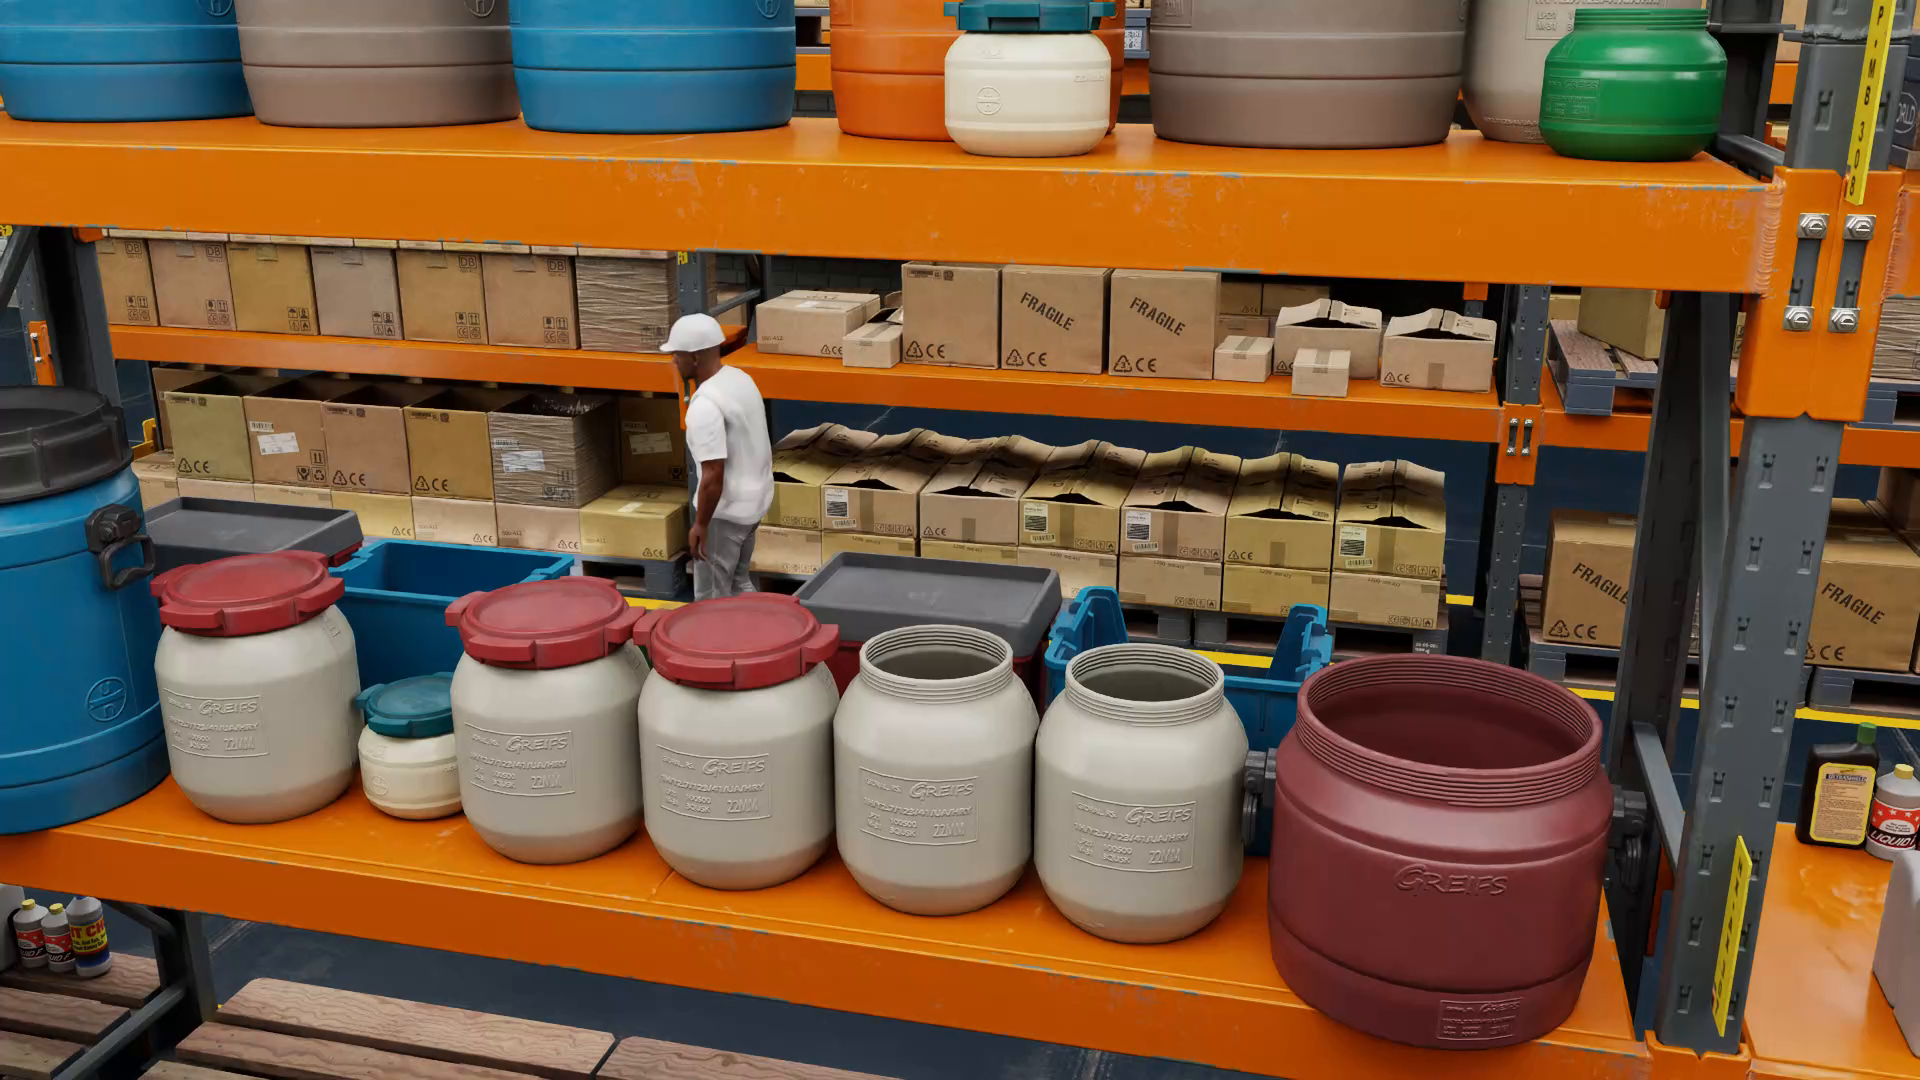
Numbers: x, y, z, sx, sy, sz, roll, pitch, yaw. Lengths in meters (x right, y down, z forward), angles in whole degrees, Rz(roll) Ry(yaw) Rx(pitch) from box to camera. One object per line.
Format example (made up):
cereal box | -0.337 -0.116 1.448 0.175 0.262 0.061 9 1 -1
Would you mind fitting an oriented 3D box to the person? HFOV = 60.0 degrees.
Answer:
person | -1.076 -0.146 7.476 0.462 1.759 0.622 4 19 11
